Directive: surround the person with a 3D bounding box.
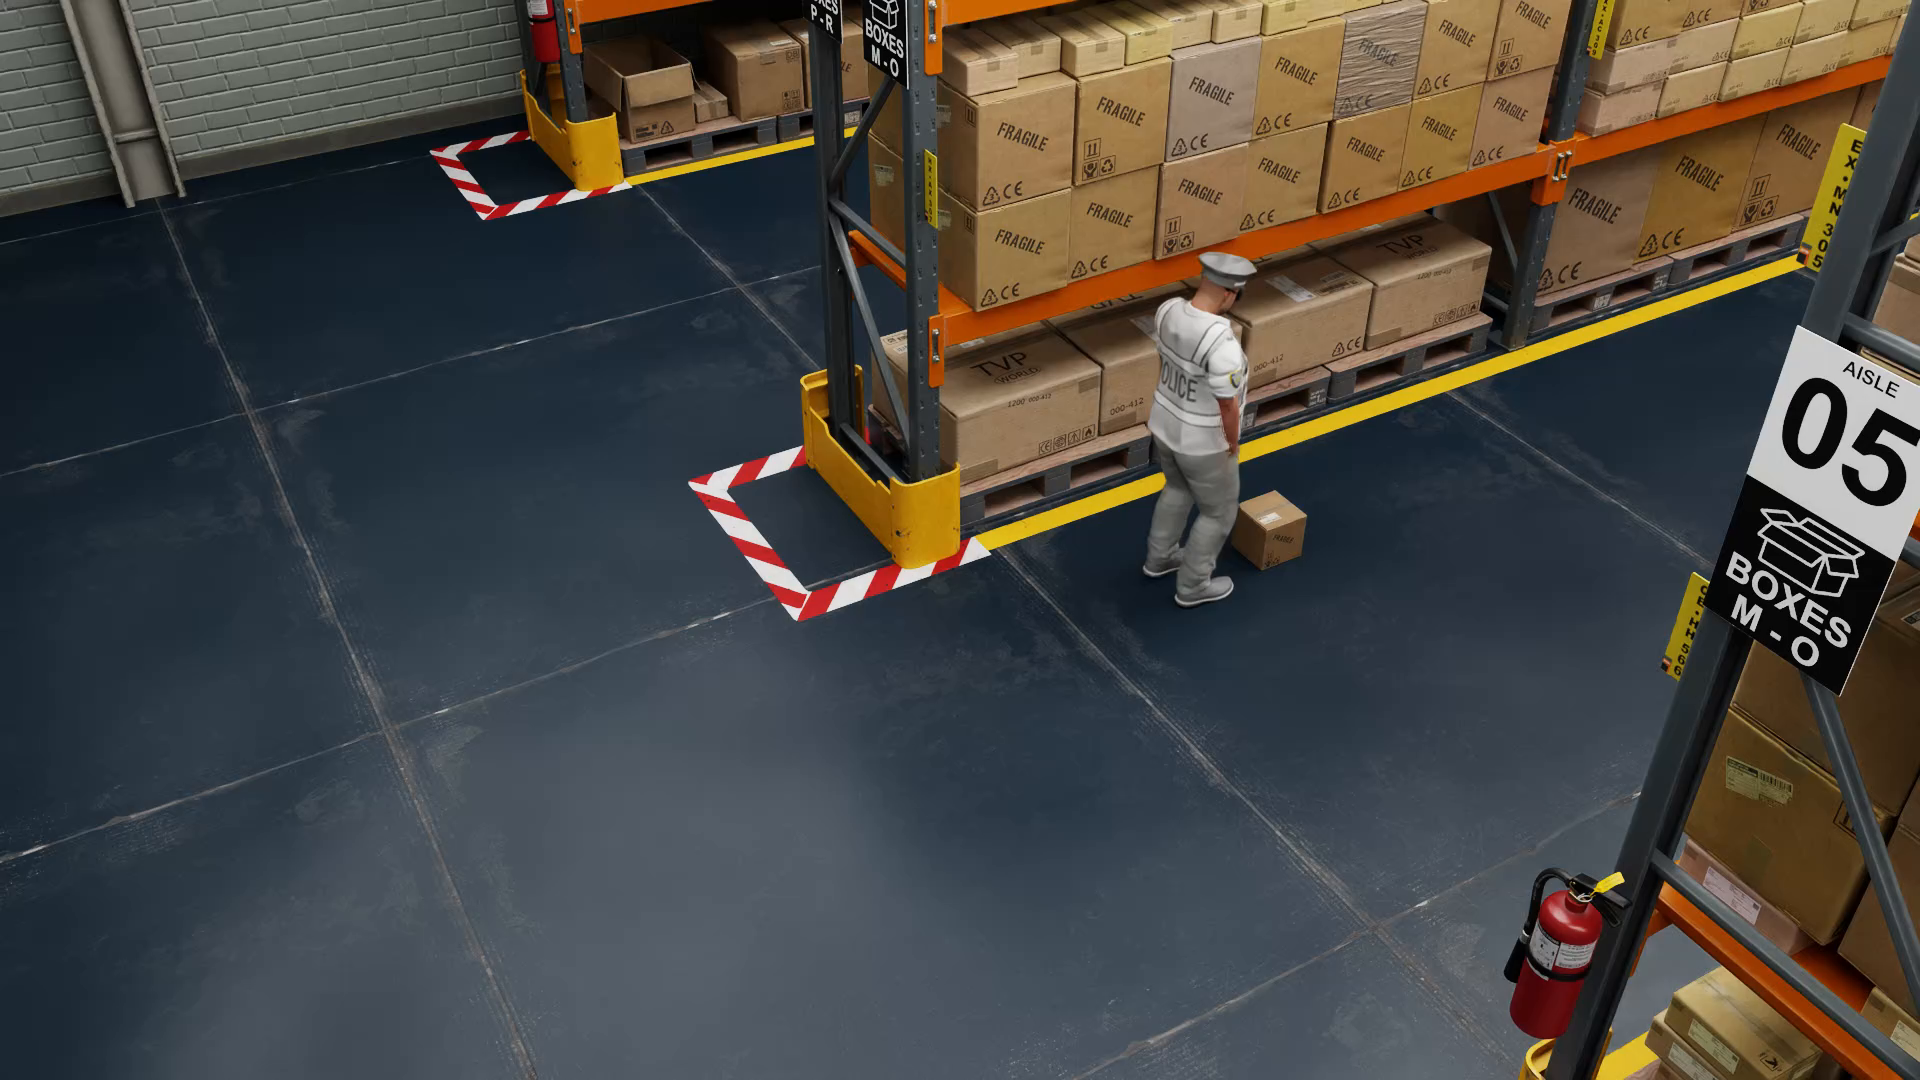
[{"bbox_3d":[1.078,-0.499,7.623,0.408,1.729,0.541,-18,40,-23],"label":"person"}]
